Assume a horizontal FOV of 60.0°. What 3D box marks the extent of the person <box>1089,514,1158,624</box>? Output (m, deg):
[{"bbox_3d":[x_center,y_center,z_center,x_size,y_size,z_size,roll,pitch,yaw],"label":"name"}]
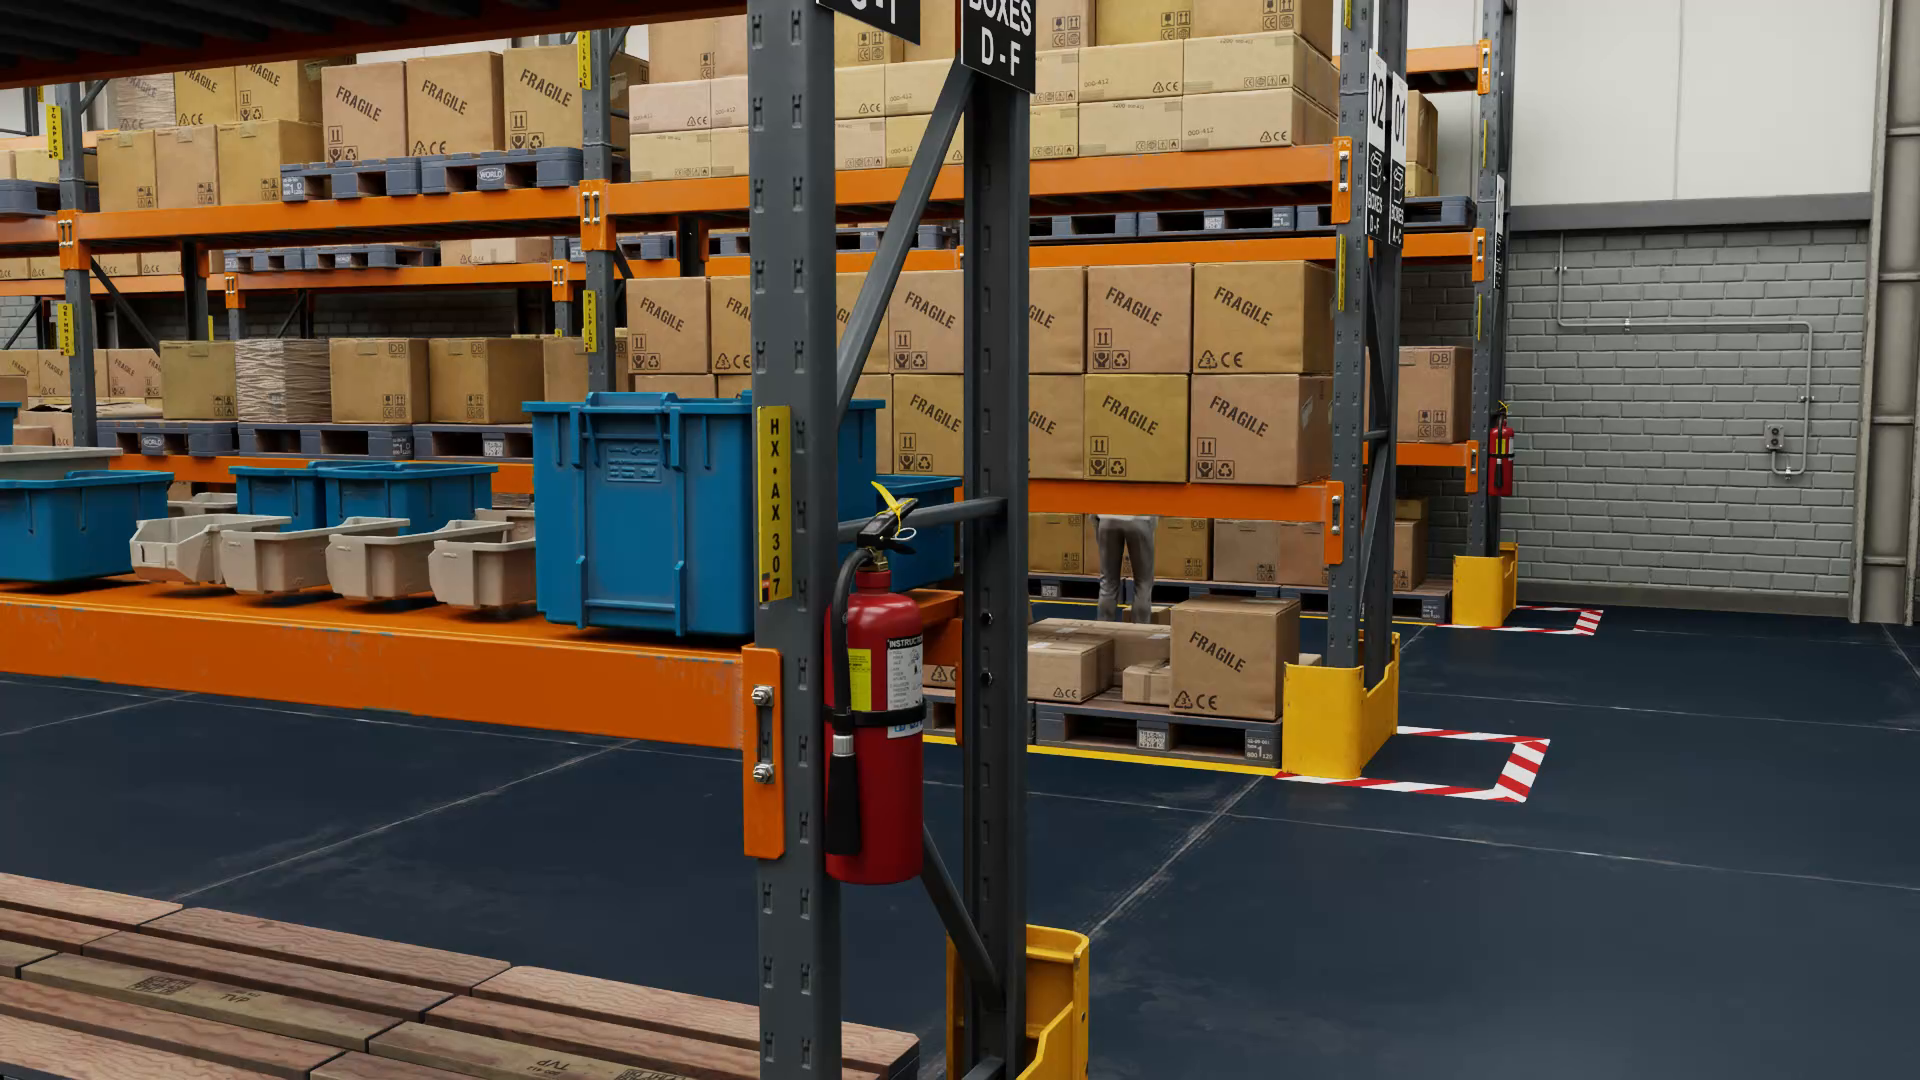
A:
[{"bbox_3d":[1.038,-0.075,10.578,0.473,1.662,0.327,3,6,25],"label":"person"}]
